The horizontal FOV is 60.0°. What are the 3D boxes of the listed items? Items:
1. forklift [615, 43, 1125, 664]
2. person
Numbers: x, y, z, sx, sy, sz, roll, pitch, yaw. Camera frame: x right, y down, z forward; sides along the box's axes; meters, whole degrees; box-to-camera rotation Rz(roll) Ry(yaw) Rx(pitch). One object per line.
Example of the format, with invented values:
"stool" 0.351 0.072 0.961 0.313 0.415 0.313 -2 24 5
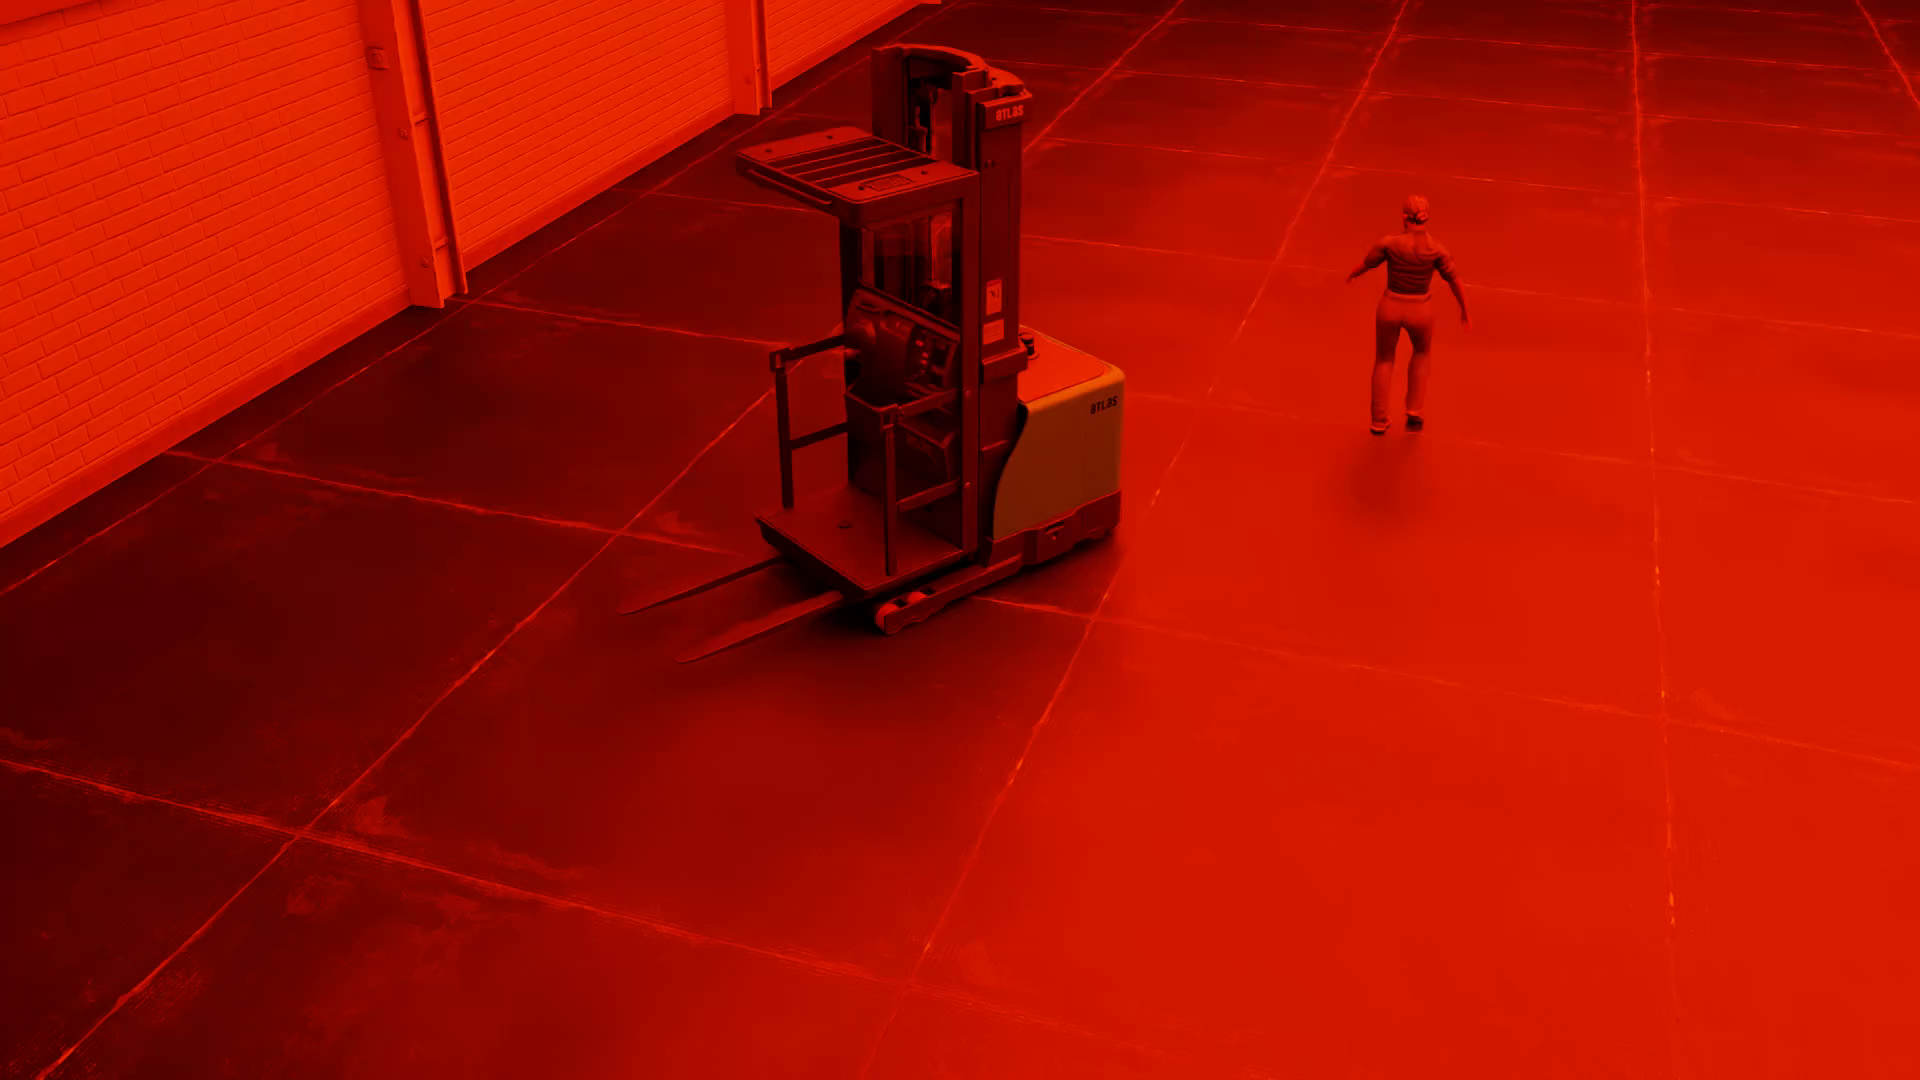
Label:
"forklift" -0.484 -1.049 8.976 3.031 2.935 1.130 -22 36 -34
"person" 2.988 -1.509 11.154 0.872 1.686 0.479 11 31 18
